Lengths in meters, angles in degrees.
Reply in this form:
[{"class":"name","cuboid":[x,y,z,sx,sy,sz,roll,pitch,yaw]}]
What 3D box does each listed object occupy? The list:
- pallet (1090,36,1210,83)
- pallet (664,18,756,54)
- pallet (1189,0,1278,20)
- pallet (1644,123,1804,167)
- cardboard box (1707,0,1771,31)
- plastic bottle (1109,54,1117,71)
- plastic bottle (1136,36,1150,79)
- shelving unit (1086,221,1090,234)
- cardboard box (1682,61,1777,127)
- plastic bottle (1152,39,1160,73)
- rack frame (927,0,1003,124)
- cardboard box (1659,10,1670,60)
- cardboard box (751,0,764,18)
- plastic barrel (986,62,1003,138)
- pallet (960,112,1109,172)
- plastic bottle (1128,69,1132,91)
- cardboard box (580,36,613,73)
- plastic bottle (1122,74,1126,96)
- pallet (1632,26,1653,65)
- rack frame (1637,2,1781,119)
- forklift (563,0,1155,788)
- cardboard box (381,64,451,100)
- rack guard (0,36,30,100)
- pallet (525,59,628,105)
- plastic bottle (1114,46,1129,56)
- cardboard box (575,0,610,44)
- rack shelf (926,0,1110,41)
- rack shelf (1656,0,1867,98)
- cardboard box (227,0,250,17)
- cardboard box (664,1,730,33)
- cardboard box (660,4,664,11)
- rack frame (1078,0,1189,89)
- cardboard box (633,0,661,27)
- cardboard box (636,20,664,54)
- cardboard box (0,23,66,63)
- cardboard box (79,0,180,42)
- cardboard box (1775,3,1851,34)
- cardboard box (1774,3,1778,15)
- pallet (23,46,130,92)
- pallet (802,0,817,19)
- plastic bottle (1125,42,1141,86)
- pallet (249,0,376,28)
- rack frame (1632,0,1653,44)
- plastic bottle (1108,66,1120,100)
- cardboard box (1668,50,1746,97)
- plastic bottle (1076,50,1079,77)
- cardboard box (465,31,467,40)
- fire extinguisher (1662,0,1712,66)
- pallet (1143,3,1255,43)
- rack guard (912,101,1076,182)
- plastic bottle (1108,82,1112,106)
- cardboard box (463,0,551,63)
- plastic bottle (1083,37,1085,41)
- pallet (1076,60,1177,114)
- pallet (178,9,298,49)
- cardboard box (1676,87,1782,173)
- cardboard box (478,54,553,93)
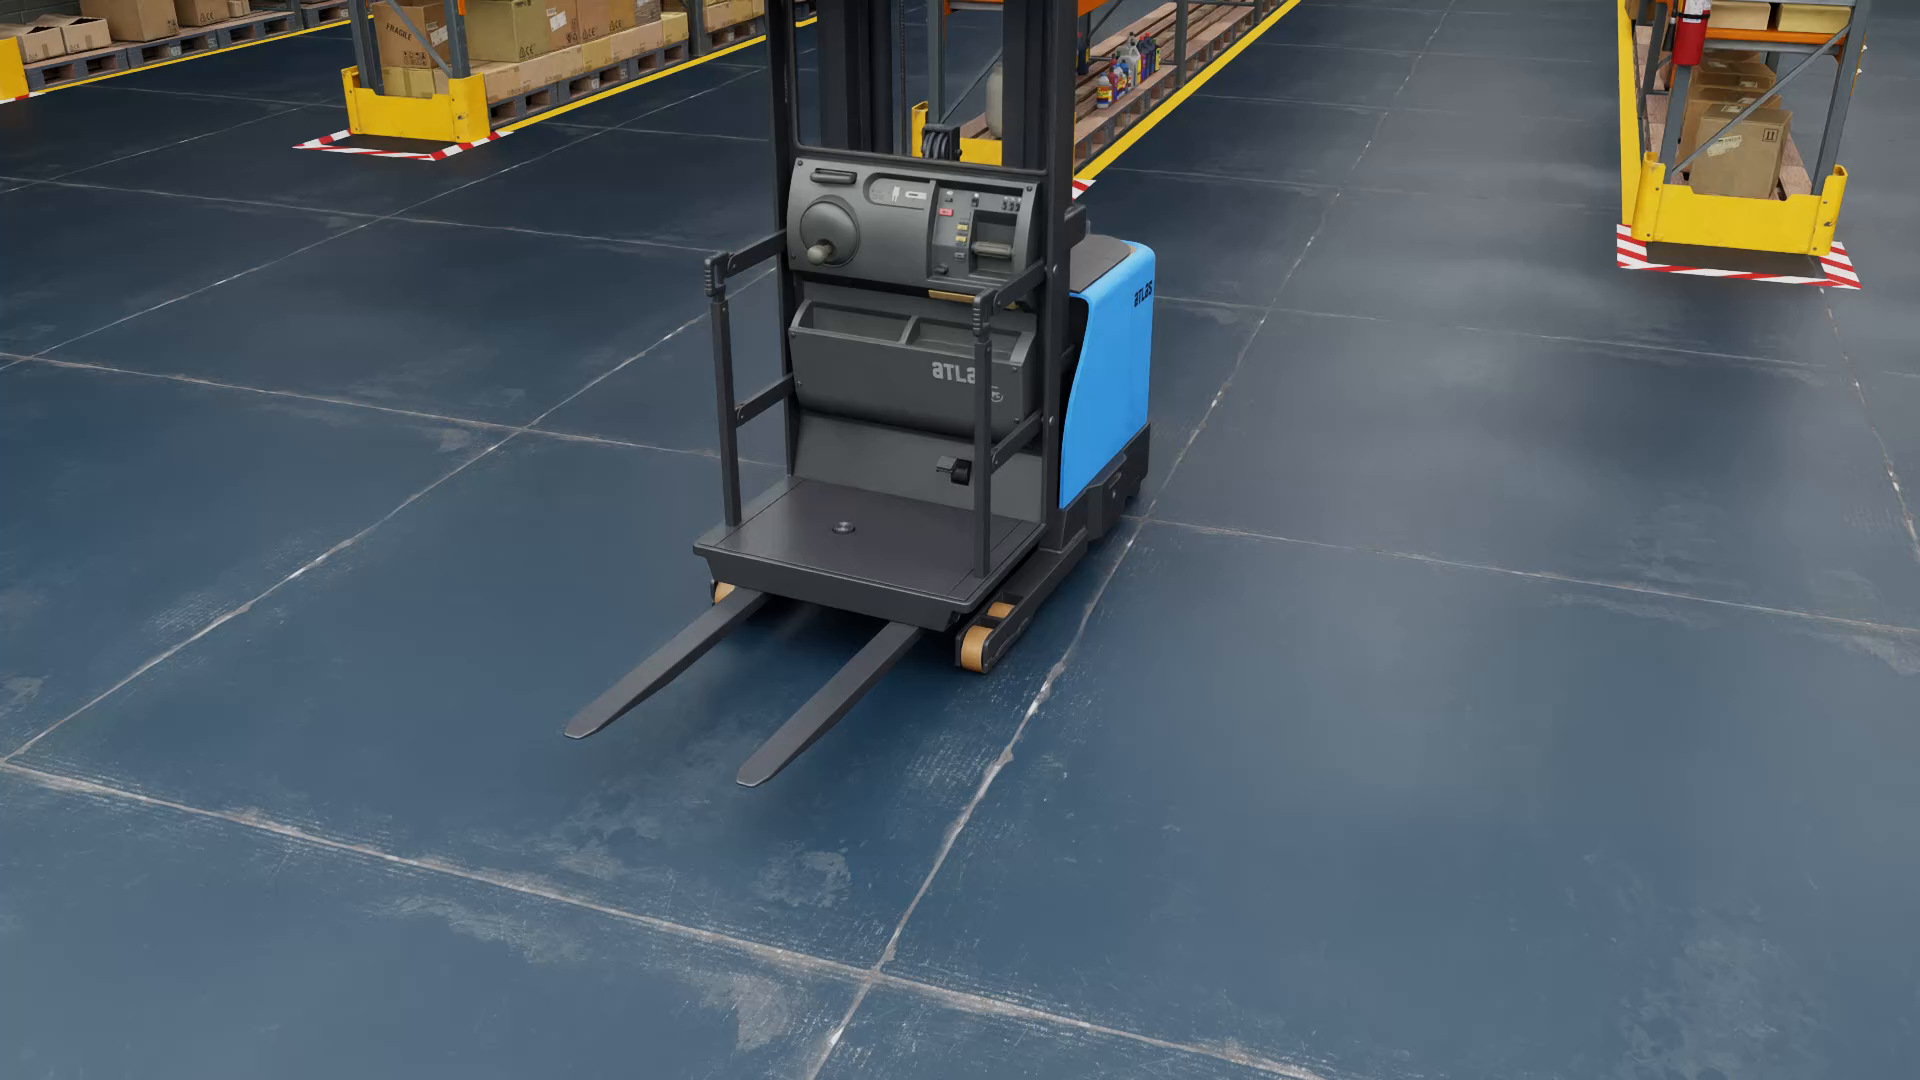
[{"class":"pallet","cuboid":[1.815,-4.684,16.181,1.003,0.211,1.213,9,27,17]},{"class":"pallet","cuboid":[-2.871,-5.384,17.627,1.003,0.211,1.213,9,27,17]},{"class":"pallet","cuboid":[3.144,-6.329,19.580,1.003,0.211,1.213,9,27,17]},{"class":"pallet","cuboid":[5.667,-2.853,12.400,1.003,0.211,1.213,9,27,17]},{"class":"cardboard box","cuboid":[4.830,-3.282,10.376,0.380,0.149,0.250,9,27,17]},{"class":"plastic bottle","cuboid":[1.318,-4.017,14.216,0.061,0.283,0.133,9,27,17]},{"class":"plastic bottle","cuboid":[1.584,-4.231,14.581,0.144,0.351,0.185,7,27,15]},{"class":"shelving unit","cuboid":[0.421,-0.875,7.352,0.215,1.050,0.252,11,28,22]},{"class":"cardboard box","cuboid":[5.774,-3.295,12.499,0.500,0.500,0.500,6,27,13]},{"class":"plastic bottle","cuboid":[1.741,-4.340,14.885,0.061,0.283,0.133,10,28,20]},{"class":"rack frame","cuboid":[0.259,-3.967,11.501,1.000,3.000,0.127,9,27,17]},{"class":"cardboard box","cuboid":[6.848,-4.638,15.250,0.700,0.500,0.500,6,27,13]},{"class":"cardboard box","cuboid":[-2.370,-5.835,18.032,0.500,0.250,0.500,8,27,16]},{"class":"plastic barrel","cuboid":[0.406,-3.317,12.533,0.421,0.512,0.421,0,26,0]},{"class":"pallet","cuboid":[0.516,-3.083,12.875,1.003,0.211,1.213,9,27,17]},{"class":"plastic bottle","cuboid":[1.405,-3.912,14.094,0.097,0.201,0.097,0,26,0]},{"class":"cardboard box","cuboid":[-3.522,-4.442,15.156,0.500,0.250,0.500,9,27,17]},{"class":"plastic bottle","cuboid":[1.337,-3.828,13.920,0.097,0.201,0.097,0,26,0]},{"class":"pallet","cuboid":[7.331,-4.960,16.752,1.003,0.211,1.213,9,27,17]},{"class":"rack frame","cuboid":[6.261,-4.892,13.412,1.000,3.000,0.127,9,27,17]},{"class":"forklift","cuboid":[-0.264,-1.070,5.596,1.130,2.935,3.031,11,28,22]},{"class":"cardboard box","cuboid":[-4.511,-3.901,14.039,0.500,0.250,0.500,9,27,17]},{"class":"rack guard","cuboid":[-9.058,-4.310,15.077,1.175,0.500,0.348,9,27,17]},{"class":"pallet","cuboid":[-3.788,-4.252,15.289,1.003,0.211,1.213,9,27,17]},{"class":"plastic bottle","cuboid":[1.436,-4.208,14.620,0.152,0.276,0.135,9,27,17]},{"class":"cardboard box","cuboid":[-3.521,-4.780,14.992,0.500,0.500,0.500,9,27,17]},{"class":"rack shelf","cuboid":[0.925,-4.465,13.355,1.077,0.370,4.000,9,27,17]},{"class":"rack shelf","cuboid":[5.595,-3.747,11.871,1.077,0.370,4.000,9,27,17]},{"class":"cardboard box","cuboid":[-7.902,-5.746,17.921,0.380,0.166,0.250,5,26,11]},{"class":"cardboard box","cuboid":[-2.712,-5.412,17.158,0.500,0.250,0.500,8,27,16]},{"class":"cardboard box","cuboid":[-3.215,-5.494,17.329,0.500,0.250,0.500,8,27,17]},{"class":"rack frame","cuboid":[1.590,-5.610,14.896,1.000,3.000,0.127,9,27,17]},{"class":"cardboard box","cuboid":[-3.205,-5.193,15.847,0.500,0.500,0.500,9,27,17]},{"class":"cardboard box","cuboid":[-3.203,-4.855,16.010,0.500,0.250,0.500,9,27,17]},{"class":"cardboard box","cuboid":[-8.768,-4.662,15.518,0.500,0.311,0.500,6,26,12]},{"class":"cardboard box","cuboid":[-8.287,-5.276,16.569,0.700,0.500,0.500,7,27,14]},{"class":"cardboard box","cuboid":[5.250,-3.218,10.242,0.380,0.149,0.250,9,27,17]},{"class":"cardboard box","cuboid":[5.448,-3.418,10.656,0.380,0.149,0.250,9,27,17]},{"class":"pallet","cuboid":[-8.754,-4.508,15.819,1.003,0.211,1.213,9,27,17]},{"class":"pallet","cuboid":[-2.059,-6.386,19.698,1.003,0.211,1.213,9,27,17]},{"class":"plastic bottle","cuboid":[1.477,-4.098,14.307,0.144,0.351,0.185,9,27,17]},{"class":"pallet","cuboid":[-7.494,-6.112,19.132,1.003,0.211,1.213,9,27,17]},{"class":"rack frame","cuboid":[7.592,-6.536,16.807,1.000,3.000,0.127,9,27,17]},{"class":"plastic bottle","cuboid":[1.271,-3.777,13.736,0.097,0.271,0.097,0,26,0]},{"class":"cardboard box","cuboid":[6.090,-3.798,13.538,0.500,0.500,0.500,8,27,16]},{"class":"plastic bottle","cuboid":[0.996,-4.232,14.674,0.097,0.271,0.097,0,26,0]},{"class":"cardboard box","cuboid":[-4.194,-4.652,14.729,0.500,0.500,0.500,9,27,17]},{"class":"fire extinguisher","cuboid":[4.457,-3.233,10.075,0.296,0.674,0.183,9,27,17]},{"class":"pallet","cuboid":[2.627,-5.686,18.252,1.003,0.211,1.213,9,27,17]},{"class":"rack guard","cuboid":[0.240,-2.880,12.124,1.175,0.500,0.348,9,27,17]},{"class":"plastic bottle","cuboid":[1.191,-3.648,13.548,0.097,0.201,0.097,0,26,0]},{"class":"cardboard box","cuboid":[-3.858,-4.369,14.145,0.500,0.500,0.500,9,27,17]},{"class":"plastic bottle","cuboid":[1.090,-4.366,14.939,0.061,0.283,0.133,9,27,17]},{"class":"pallet","cuboid":[1.328,-4.085,14.946,1.003,0.211,1.213,9,27,17]},{"class":"pallet","cuboid":[-7.942,-5.511,17.890,1.003,0.211,1.213,9,27,17]},{"class":"cardboard box","cuboid":[5.320,-2.817,11.513,0.500,0.500,0.500,17,30,31]},{"class":"cardboard box","cuboid":[-3.859,-4.032,14.309,0.500,0.250,0.500,9,27,17]}]
